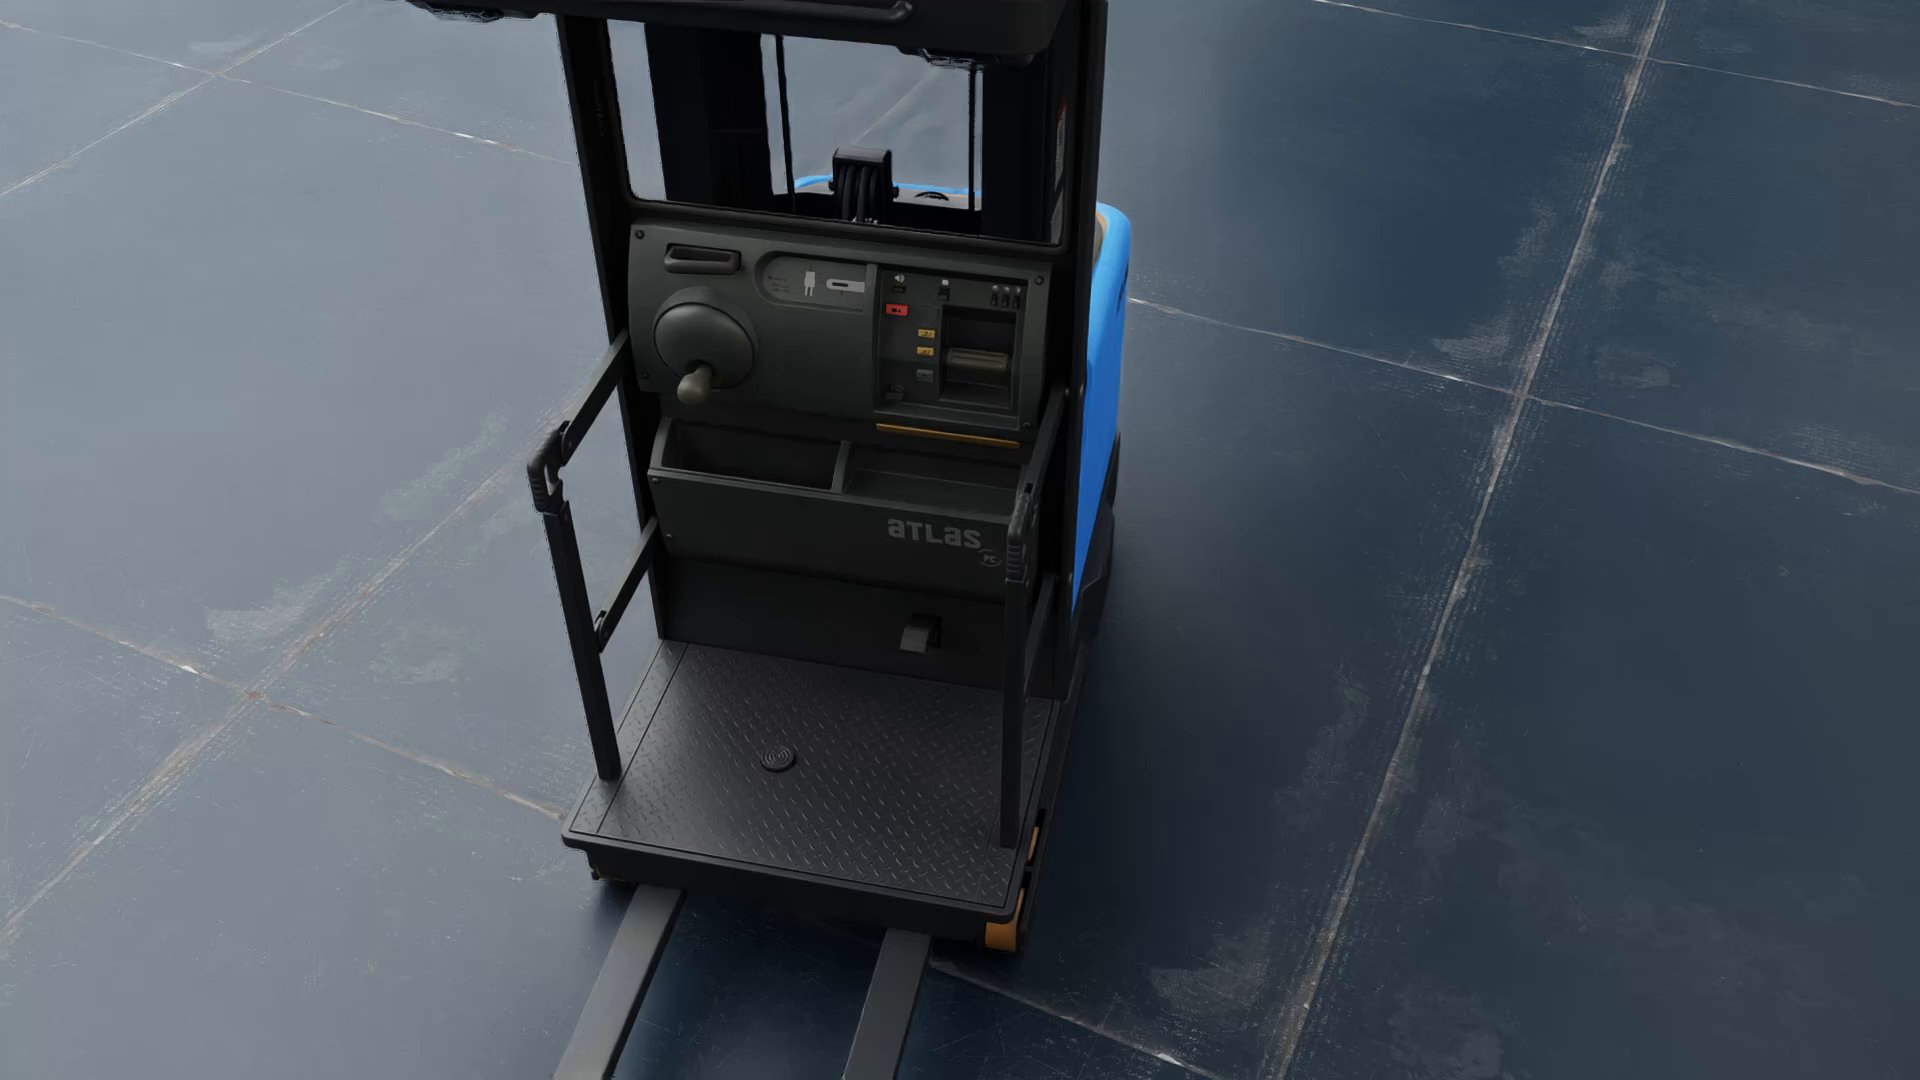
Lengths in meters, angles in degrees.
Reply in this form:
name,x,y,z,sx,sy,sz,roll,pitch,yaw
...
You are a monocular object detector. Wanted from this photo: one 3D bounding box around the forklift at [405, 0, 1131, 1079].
name,x,y,z,sx,sy,sz,roll,pitch,yaw
forklift,-0.313,-0.373,3.442,1.130,2.935,3.031,8,42,9
